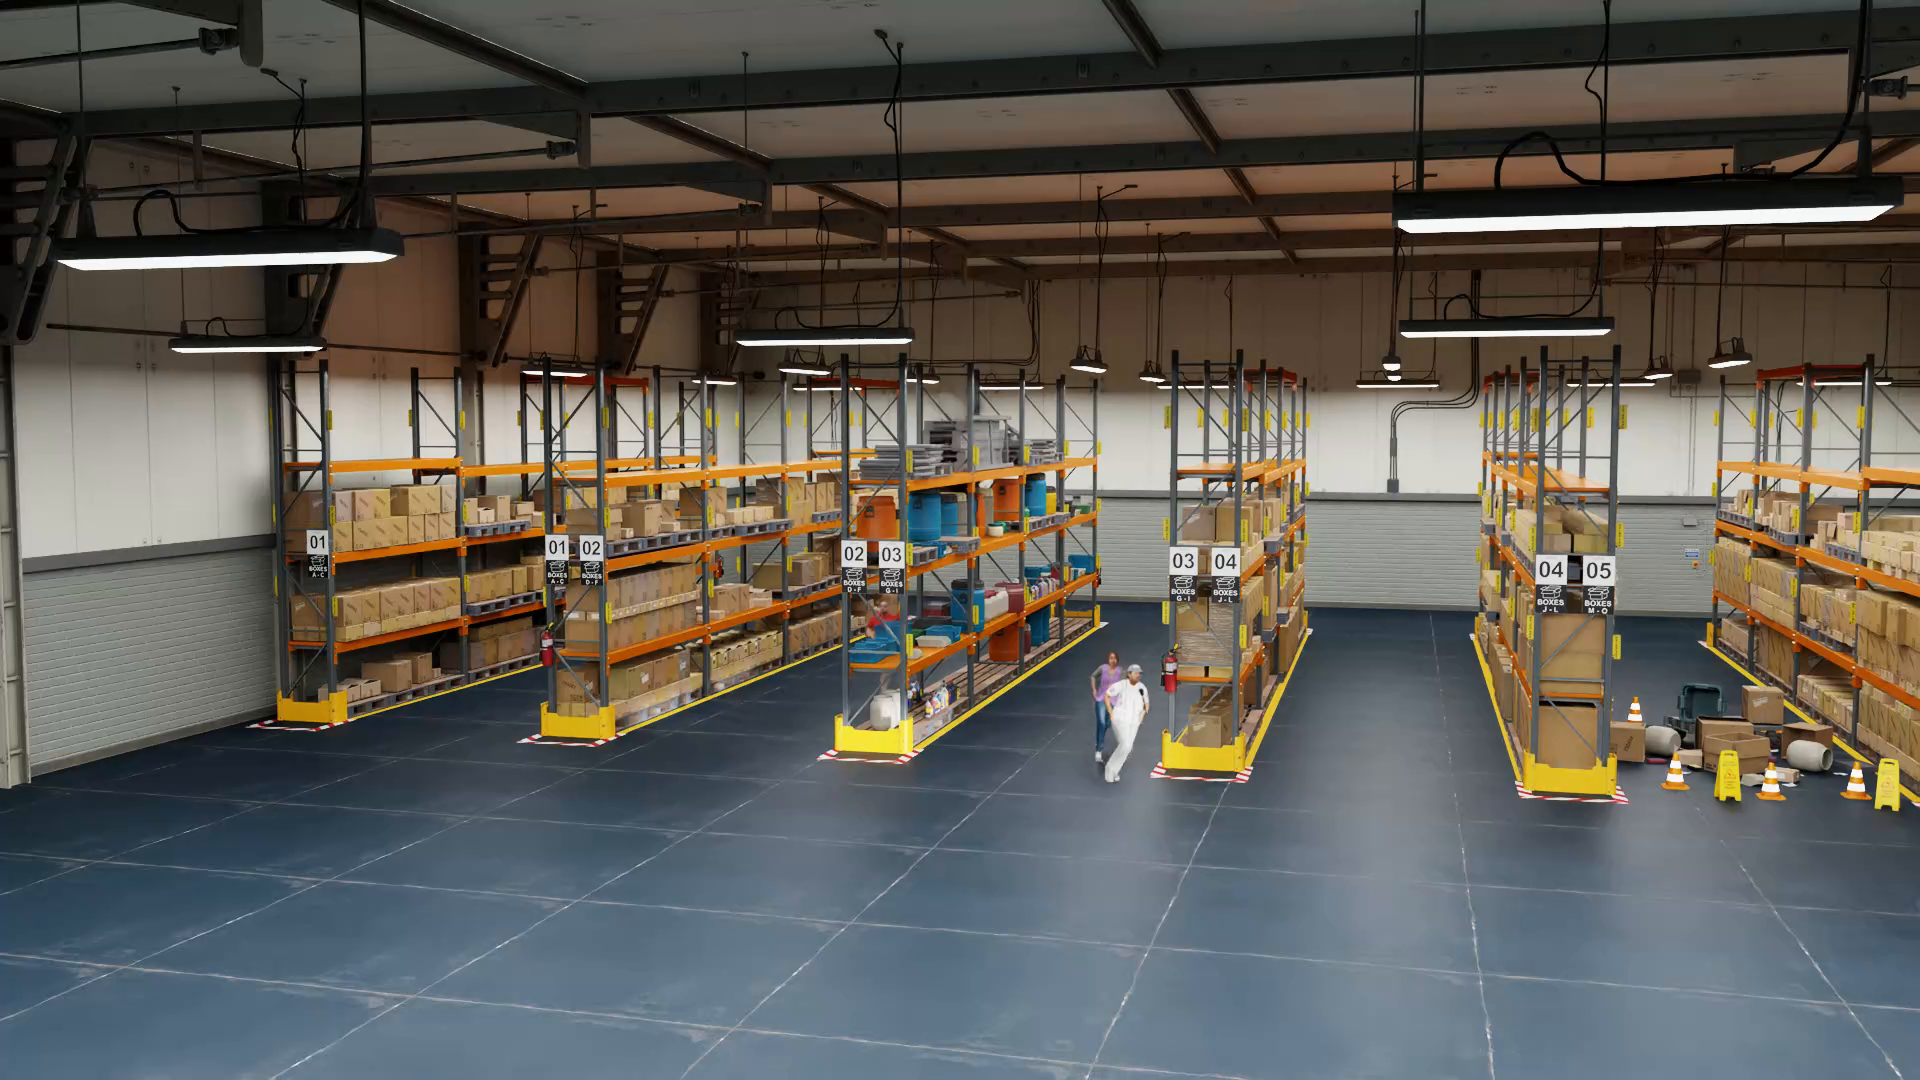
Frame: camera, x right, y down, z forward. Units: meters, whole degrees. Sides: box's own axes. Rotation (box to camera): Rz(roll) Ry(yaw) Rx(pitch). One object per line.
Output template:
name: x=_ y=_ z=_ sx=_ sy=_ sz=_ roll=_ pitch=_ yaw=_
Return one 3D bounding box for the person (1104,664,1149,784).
person: x=2.318 y=2.541 z=23.015 sx=0.664 sy=1.637 sz=0.575 roll=-2 pitch=5 yaw=-24

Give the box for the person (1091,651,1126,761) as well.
person: x=2.222 y=2.447 z=24.761 sx=0.529 sy=1.636 sz=0.735 roll=0 pitch=4 yaw=-3

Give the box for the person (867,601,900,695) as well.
person: x=-1.391 y=1.967 z=30.502 sx=0.666 sy=1.721 sz=0.841 roll=1 pitch=4 yaw=11
